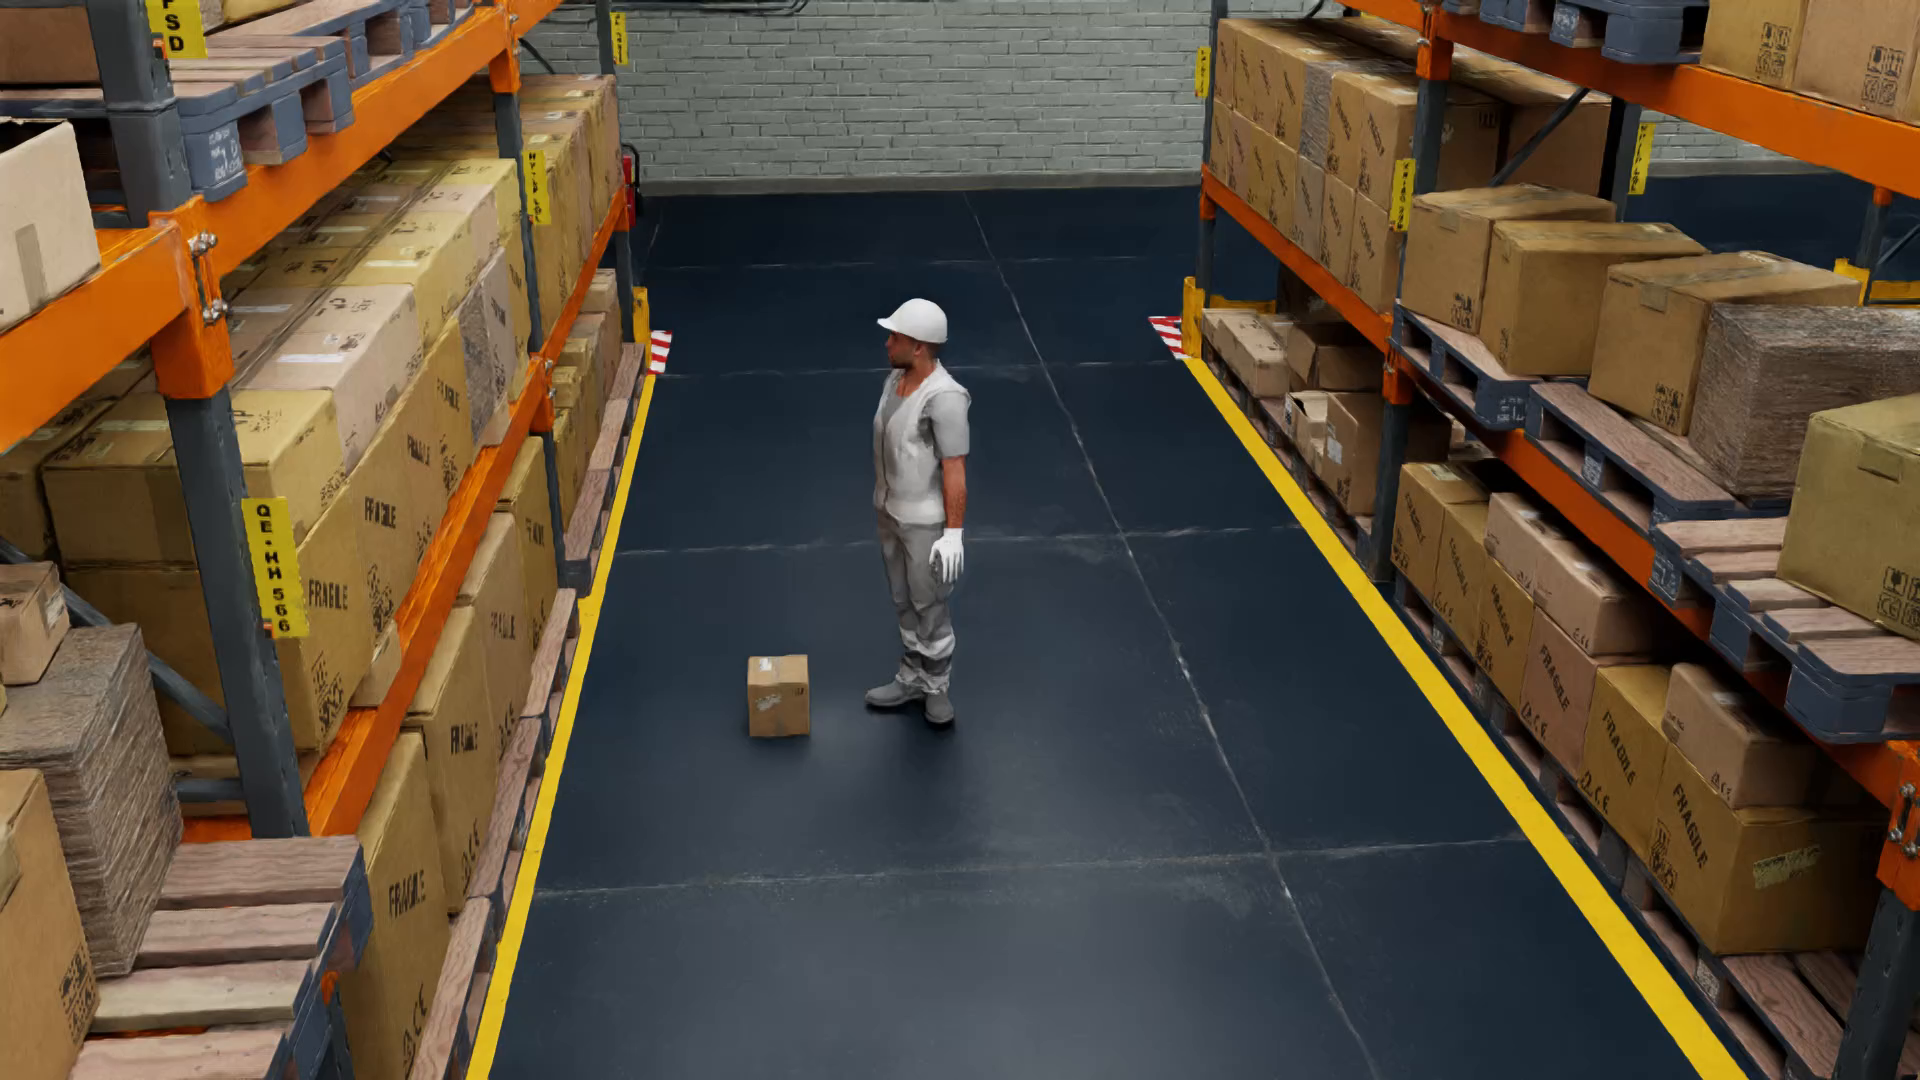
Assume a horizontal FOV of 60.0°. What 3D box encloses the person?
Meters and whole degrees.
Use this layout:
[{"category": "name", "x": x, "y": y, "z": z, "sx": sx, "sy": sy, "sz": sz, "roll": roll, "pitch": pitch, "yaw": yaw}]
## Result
[{"category": "person", "x": -0.159, "y": -0.087, "z": 6.719, "sx": 0.335, "sy": 1.793, "sz": 0.711, "roll": -15, "pitch": 27, "yaw": -30}]
